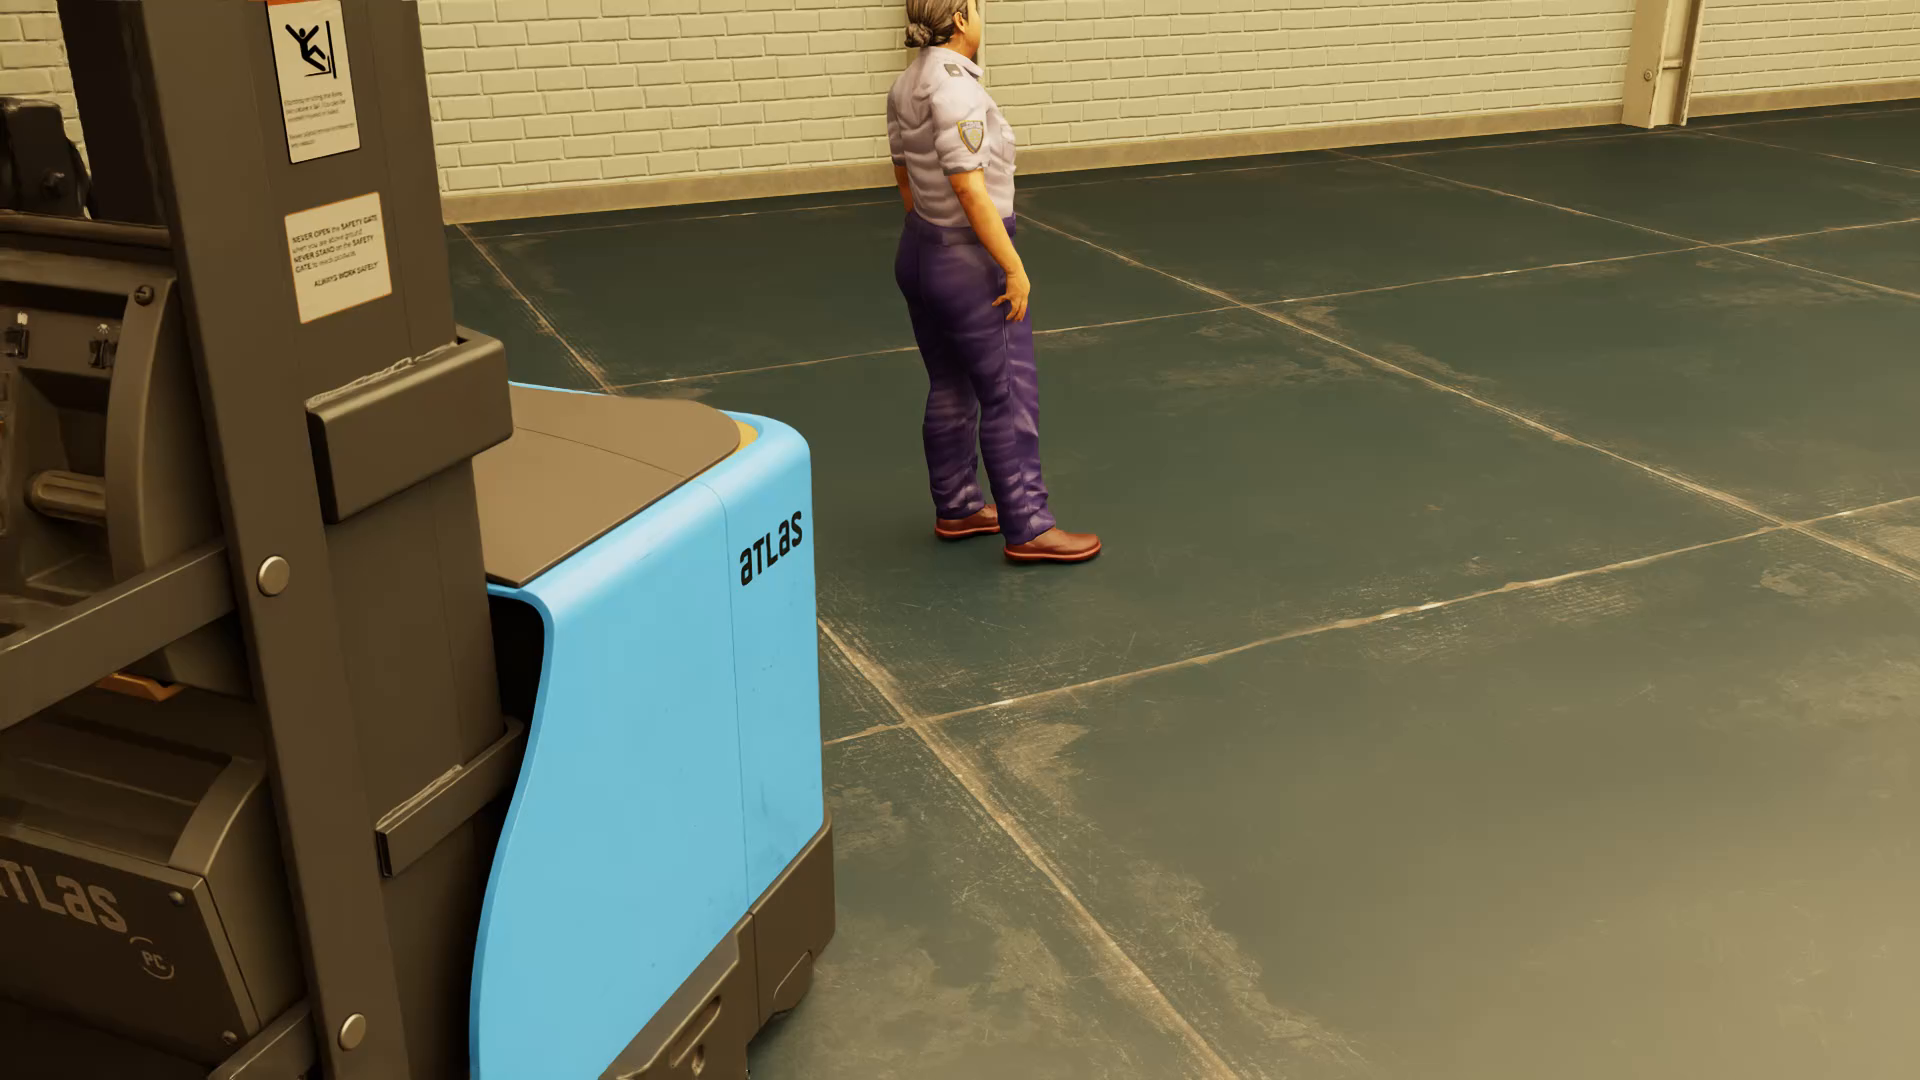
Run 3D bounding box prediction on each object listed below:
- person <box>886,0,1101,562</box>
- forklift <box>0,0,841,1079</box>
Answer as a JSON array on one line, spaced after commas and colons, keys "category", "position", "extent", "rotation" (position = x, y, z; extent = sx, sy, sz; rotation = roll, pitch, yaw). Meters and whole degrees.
[{"category": "person", "position": [0.091, -0.775, 4.803], "extent": [0.503, 1.651, 0.598], "rotation": [-10, 25, -23]}, {"category": "forklift", "position": [-1.252, -0.121, 1.576], "extent": [1.130, 2.935, 3.031], "rotation": [9, 24, 20]}]
